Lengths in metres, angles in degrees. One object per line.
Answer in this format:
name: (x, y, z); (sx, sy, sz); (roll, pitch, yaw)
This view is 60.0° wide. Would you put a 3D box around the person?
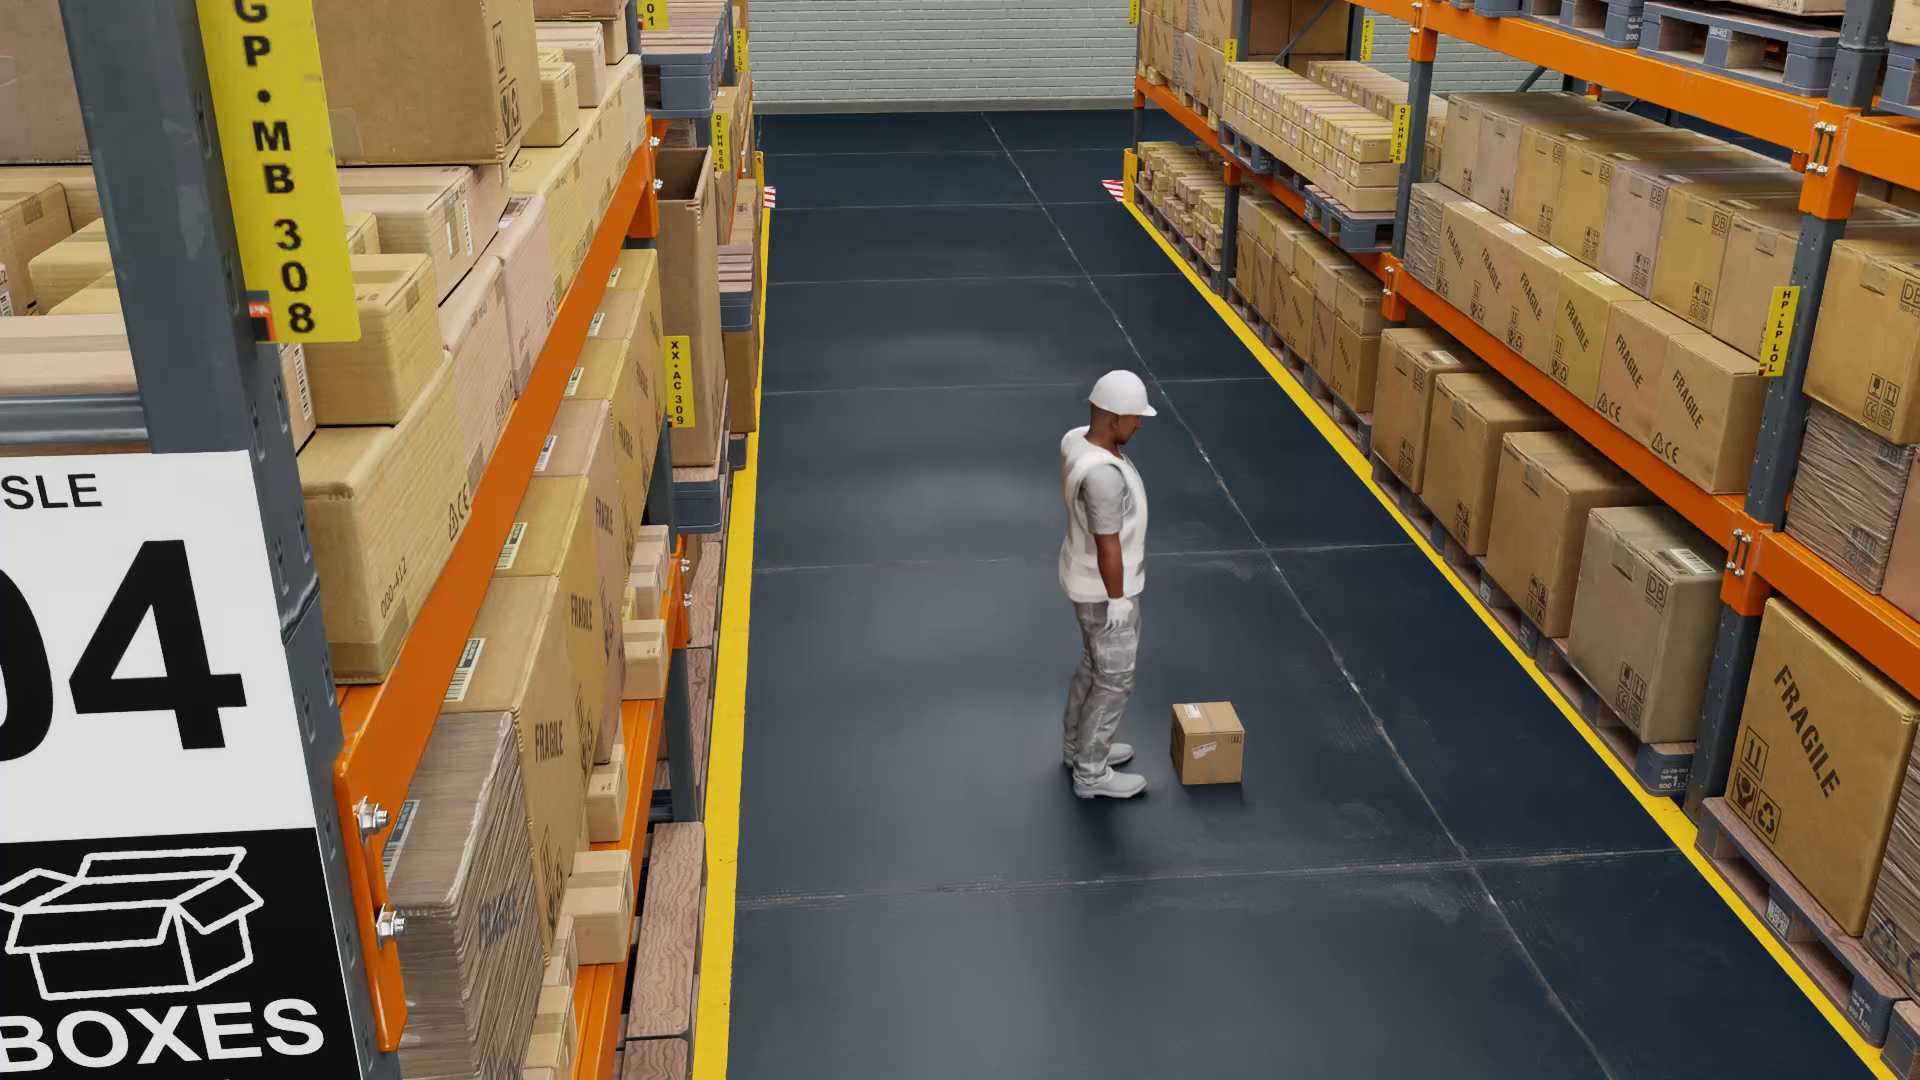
person: (0.579, 0.172, 6.692); (0.369, 1.770, 0.549); (-2, 24, -4)
